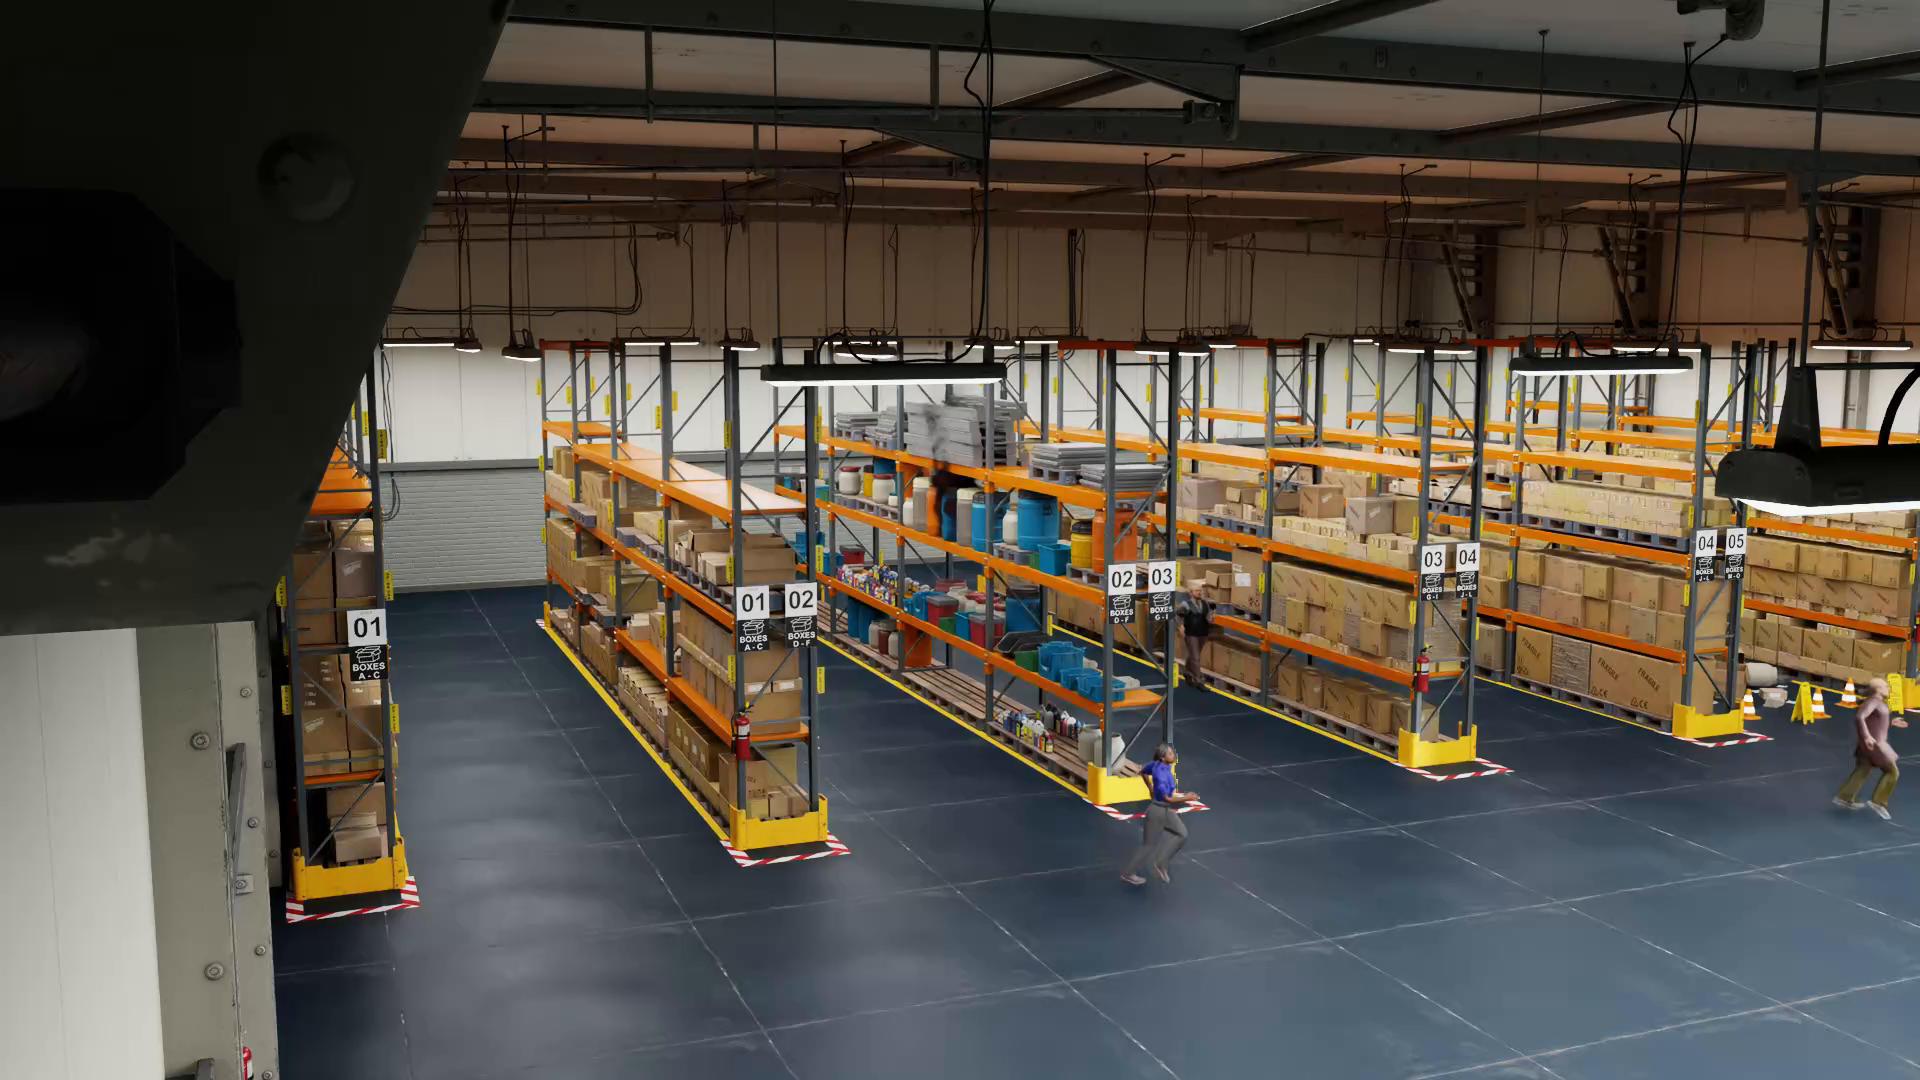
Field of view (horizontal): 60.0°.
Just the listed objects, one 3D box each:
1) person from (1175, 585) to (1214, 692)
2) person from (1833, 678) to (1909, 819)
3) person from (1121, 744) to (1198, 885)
[{"bbox_3d":[-1.770,1.225,23.343,14.373,3.607,3.278,-4,8,-25],"label":"person"},{"bbox_3d":[11.779,2.645,21.460,0.830,1.758,0.652,2,8,14],"label":"person"},{"bbox_3d":[2.253,3.089,18.754,0.841,1.625,0.585,1,8,10],"label":"person"}]
